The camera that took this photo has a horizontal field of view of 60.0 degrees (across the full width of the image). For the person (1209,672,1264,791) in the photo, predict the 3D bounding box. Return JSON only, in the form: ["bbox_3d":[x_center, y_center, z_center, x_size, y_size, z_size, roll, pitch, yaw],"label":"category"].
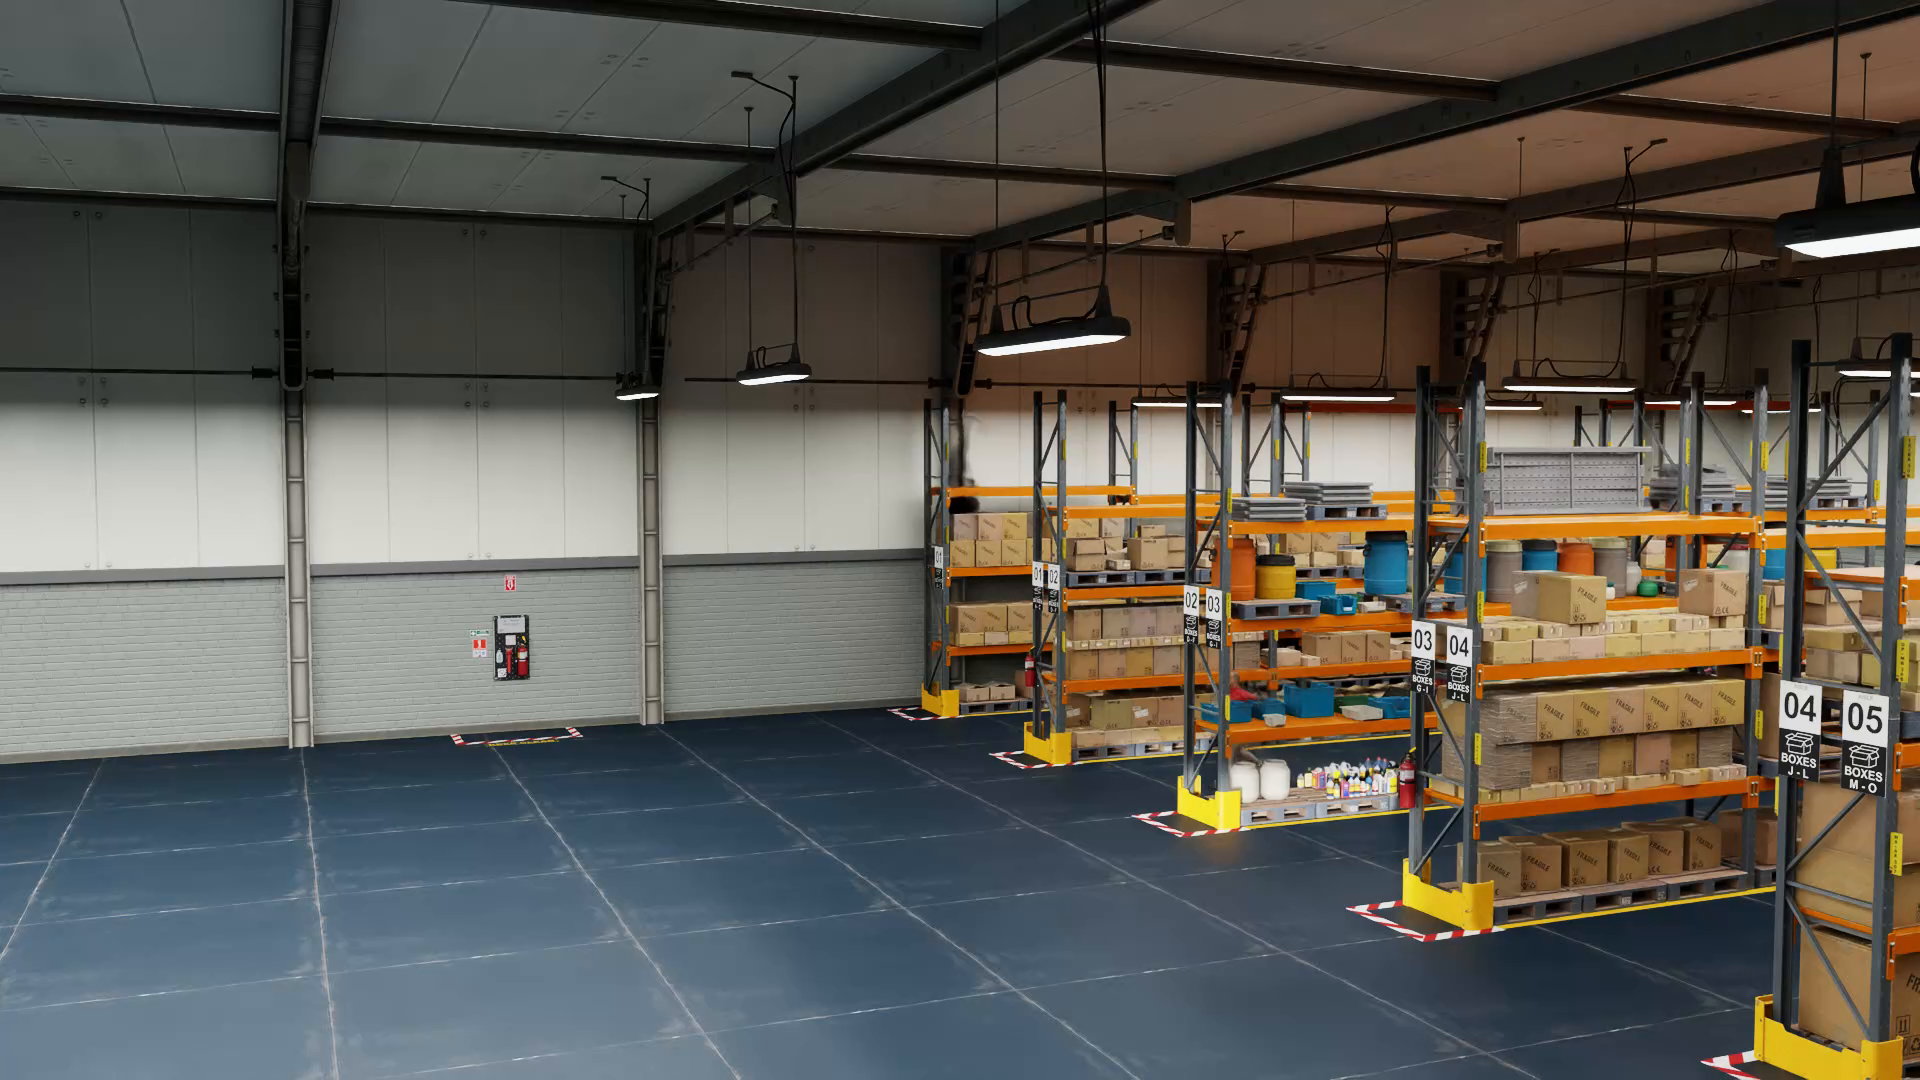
[{"bbox_3d":[4.171,2.844,24.868,0.981,1.755,0.671,-1,3,-15],"label":"person"}]
